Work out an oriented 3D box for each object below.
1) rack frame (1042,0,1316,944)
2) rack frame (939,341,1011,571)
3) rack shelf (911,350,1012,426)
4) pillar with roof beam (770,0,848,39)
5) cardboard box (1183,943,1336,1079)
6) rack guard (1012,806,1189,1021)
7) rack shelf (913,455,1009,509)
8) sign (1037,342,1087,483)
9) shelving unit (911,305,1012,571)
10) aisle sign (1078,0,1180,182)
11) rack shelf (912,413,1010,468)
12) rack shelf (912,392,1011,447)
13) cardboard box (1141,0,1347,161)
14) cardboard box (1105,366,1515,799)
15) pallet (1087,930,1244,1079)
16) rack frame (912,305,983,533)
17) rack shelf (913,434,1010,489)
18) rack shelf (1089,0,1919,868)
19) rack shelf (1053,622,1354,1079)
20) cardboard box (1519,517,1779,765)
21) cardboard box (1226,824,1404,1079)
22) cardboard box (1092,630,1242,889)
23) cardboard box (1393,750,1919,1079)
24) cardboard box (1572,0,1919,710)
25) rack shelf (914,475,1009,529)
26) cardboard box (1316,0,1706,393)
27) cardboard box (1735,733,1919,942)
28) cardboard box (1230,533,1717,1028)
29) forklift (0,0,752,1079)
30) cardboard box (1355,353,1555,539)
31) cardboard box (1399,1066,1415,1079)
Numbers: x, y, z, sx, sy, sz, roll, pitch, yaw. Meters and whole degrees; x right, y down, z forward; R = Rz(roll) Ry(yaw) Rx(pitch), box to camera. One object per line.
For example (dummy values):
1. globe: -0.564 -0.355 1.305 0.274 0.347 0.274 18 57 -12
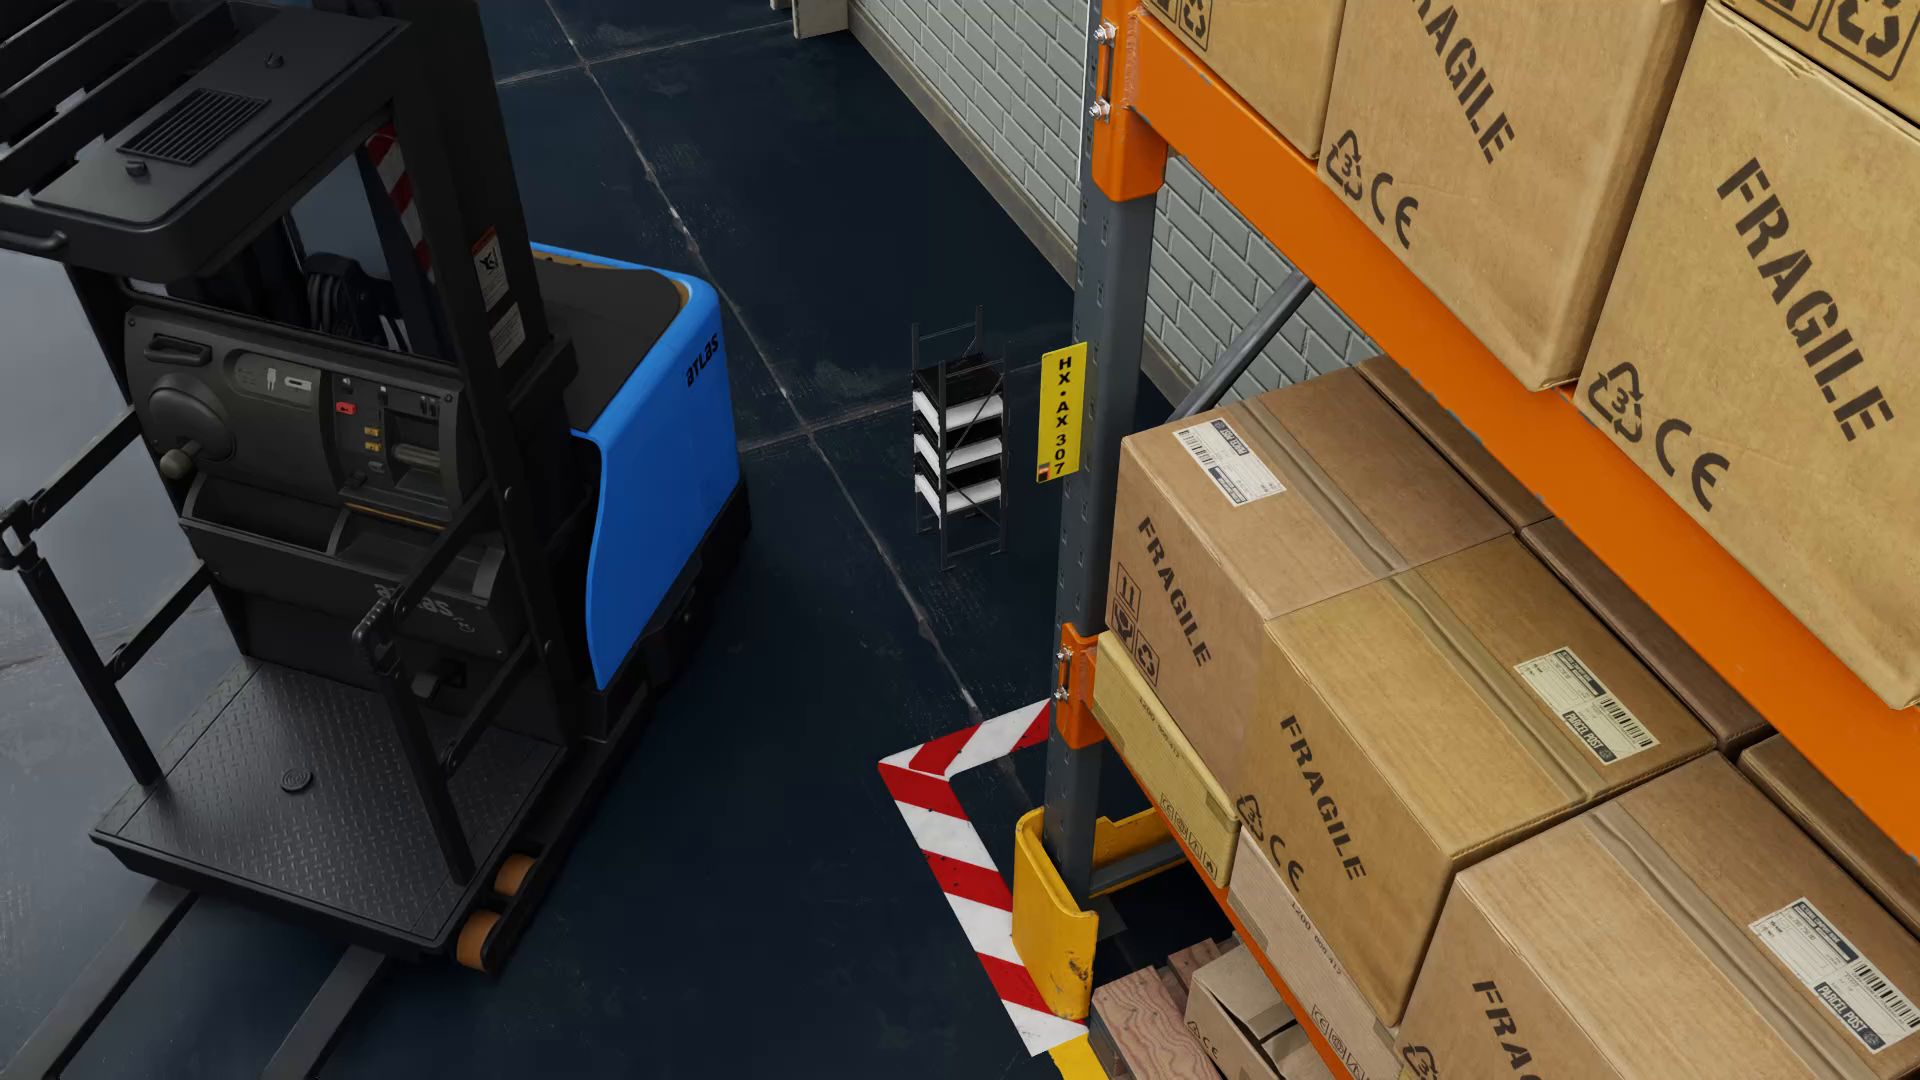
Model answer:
1. rack frame: 0.693 -0.098 3.713 1.000 3.000 0.127 -18 47 -17
2. rack frame: 0.046 -0.250 5.363 0.240 0.900 0.006 -18 47 -17
3. rack shelf: 0.003 -0.484 5.262 0.258 0.077 0.200 -18 47 -17
4. pillar with roof beam: -4.657 -4.595 4.000 9.100 9.000 0.400 -18 47 -17
5. cardboard box: 0.902 1.170 4.029 0.500 0.311 0.500 -23 49 -22
6. rack guard: 0.725 0.841 4.542 1.175 0.500 0.348 -18 47 -17
7. rack shelf: 0.003 -0.227 5.515 0.258 0.077 0.200 -18 47 -17
8. sign: 0.201 -0.245 3.247 0.100 0.325 0.005 -18 47 -17
9. shelving unit: 0.003 -0.315 5.429 0.258 0.900 0.210 -18 47 -17
10. aisle sign: 0.390 -0.980 2.757 0.394 0.787 0.004 -18 47 -17
11. rack shelf: 0.003 -0.355 5.389 0.258 0.077 0.200 -18 47 -17
12. rack shelf: 0.003 -0.420 5.326 0.258 0.077 0.200 -18 47 -17
13. cardboard box: 0.607 -0.921 2.327 0.500 0.500 0.500 -17 47 -16
14. cardboard box: 0.621 0.075 3.097 0.500 0.500 0.500 -18 47 -17
15. pallet: 1.034 1.472 4.108 1.003 0.211 1.213 -18 47 -17
16. rack frame: -0.039 -0.380 5.494 0.240 0.900 0.006 -18 47 -17
17. rack shelf: 0.003 -0.291 5.452 0.258 0.077 0.200 -18 47 -17
18. rack shelf: 1.534 0.365 1.621 1.077 0.370 4.000 -18 47 -17
19. rack shelf: 1.534 1.433 2.674 1.077 0.370 4.000 -18 47 -17
20. cardboard box: 1.287 0.243 2.927 0.500 0.500 0.500 -17 47 -17
21. cardboard box: 0.841 0.680 3.018 0.500 0.250 0.500 -19 48 -19
22. cardboard box: 0.610 0.353 3.349 0.500 0.250 0.500 -19 48 -19
23. cardboard box: 1.031 0.724 2.440 0.500 0.500 0.500 -20 48 -19
24. cardboard box: 1.022 -0.239 1.635 0.500 0.500 0.500 -16 47 -16
25. rack shelf: 0.003 -0.163 5.579 0.258 0.077 0.200 -18 47 -17
26. cardboard box: 0.800 -0.568 1.969 0.500 0.500 0.500 -15 47 -15
27. cardboard box: 1.508 0.571 2.594 0.500 0.500 0.500 -19 48 -18
28. cardboard box: 0.820 0.393 2.775 0.500 0.500 0.500 -18 47 -17
29. forklift: -1.674 -0.196 3.862 1.130 2.935 3.031 14 46 13
30. cardboard box: 1.084 -0.081 3.255 0.500 0.500 0.500 -19 48 -18
31. cardboard box: 1.050 1.006 2.687 0.500 0.250 0.500 -19 48 -18
